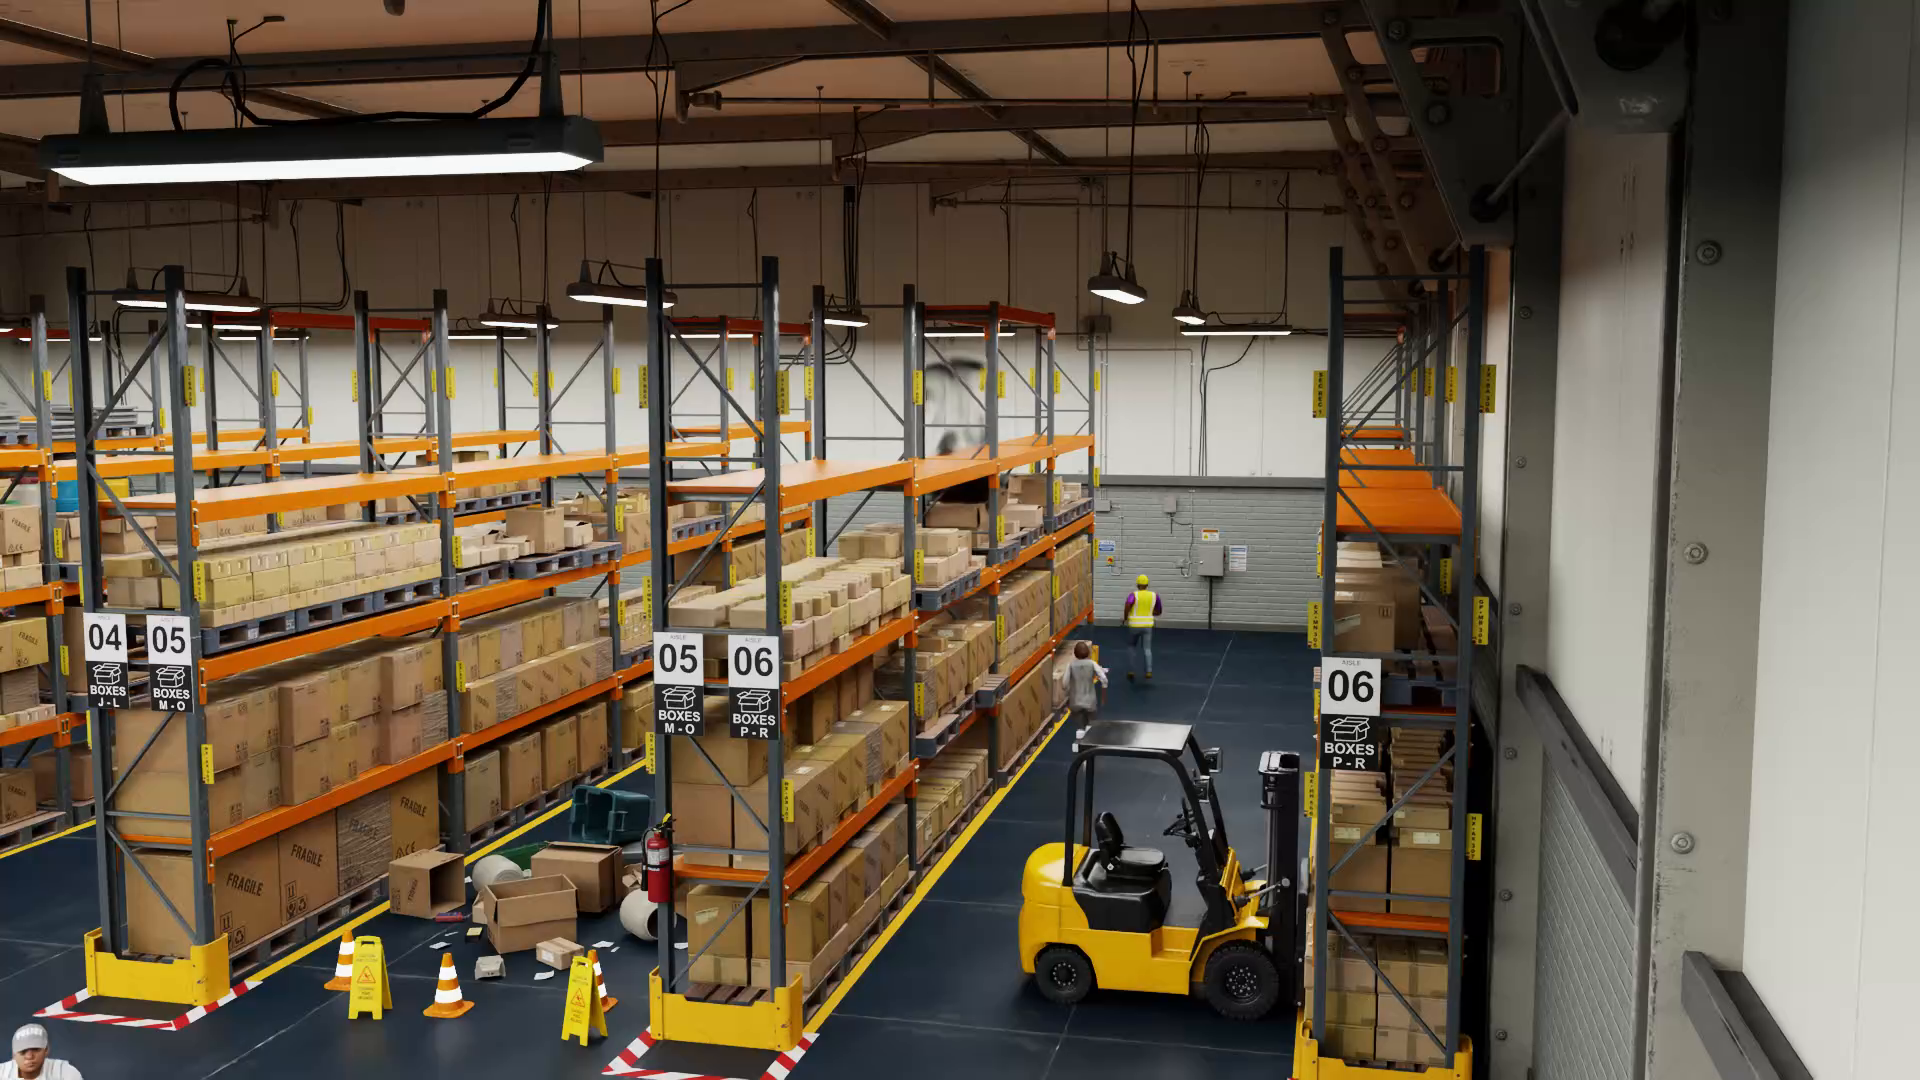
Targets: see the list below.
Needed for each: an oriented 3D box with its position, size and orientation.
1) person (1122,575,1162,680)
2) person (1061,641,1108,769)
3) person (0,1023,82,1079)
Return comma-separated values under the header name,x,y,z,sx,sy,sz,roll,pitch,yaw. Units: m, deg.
name,x,y,z,sx,sy,sz,roll,pitch,yaw
person,3.029,1.487,27.651,0.709,1.815,0.860,-1,6,-7
person,1.537,2.024,20.513,0.573,1.573,0.477,0,6,4
person,-5.114,3.434,9.134,0.595,1.603,0.641,-4,7,-32
